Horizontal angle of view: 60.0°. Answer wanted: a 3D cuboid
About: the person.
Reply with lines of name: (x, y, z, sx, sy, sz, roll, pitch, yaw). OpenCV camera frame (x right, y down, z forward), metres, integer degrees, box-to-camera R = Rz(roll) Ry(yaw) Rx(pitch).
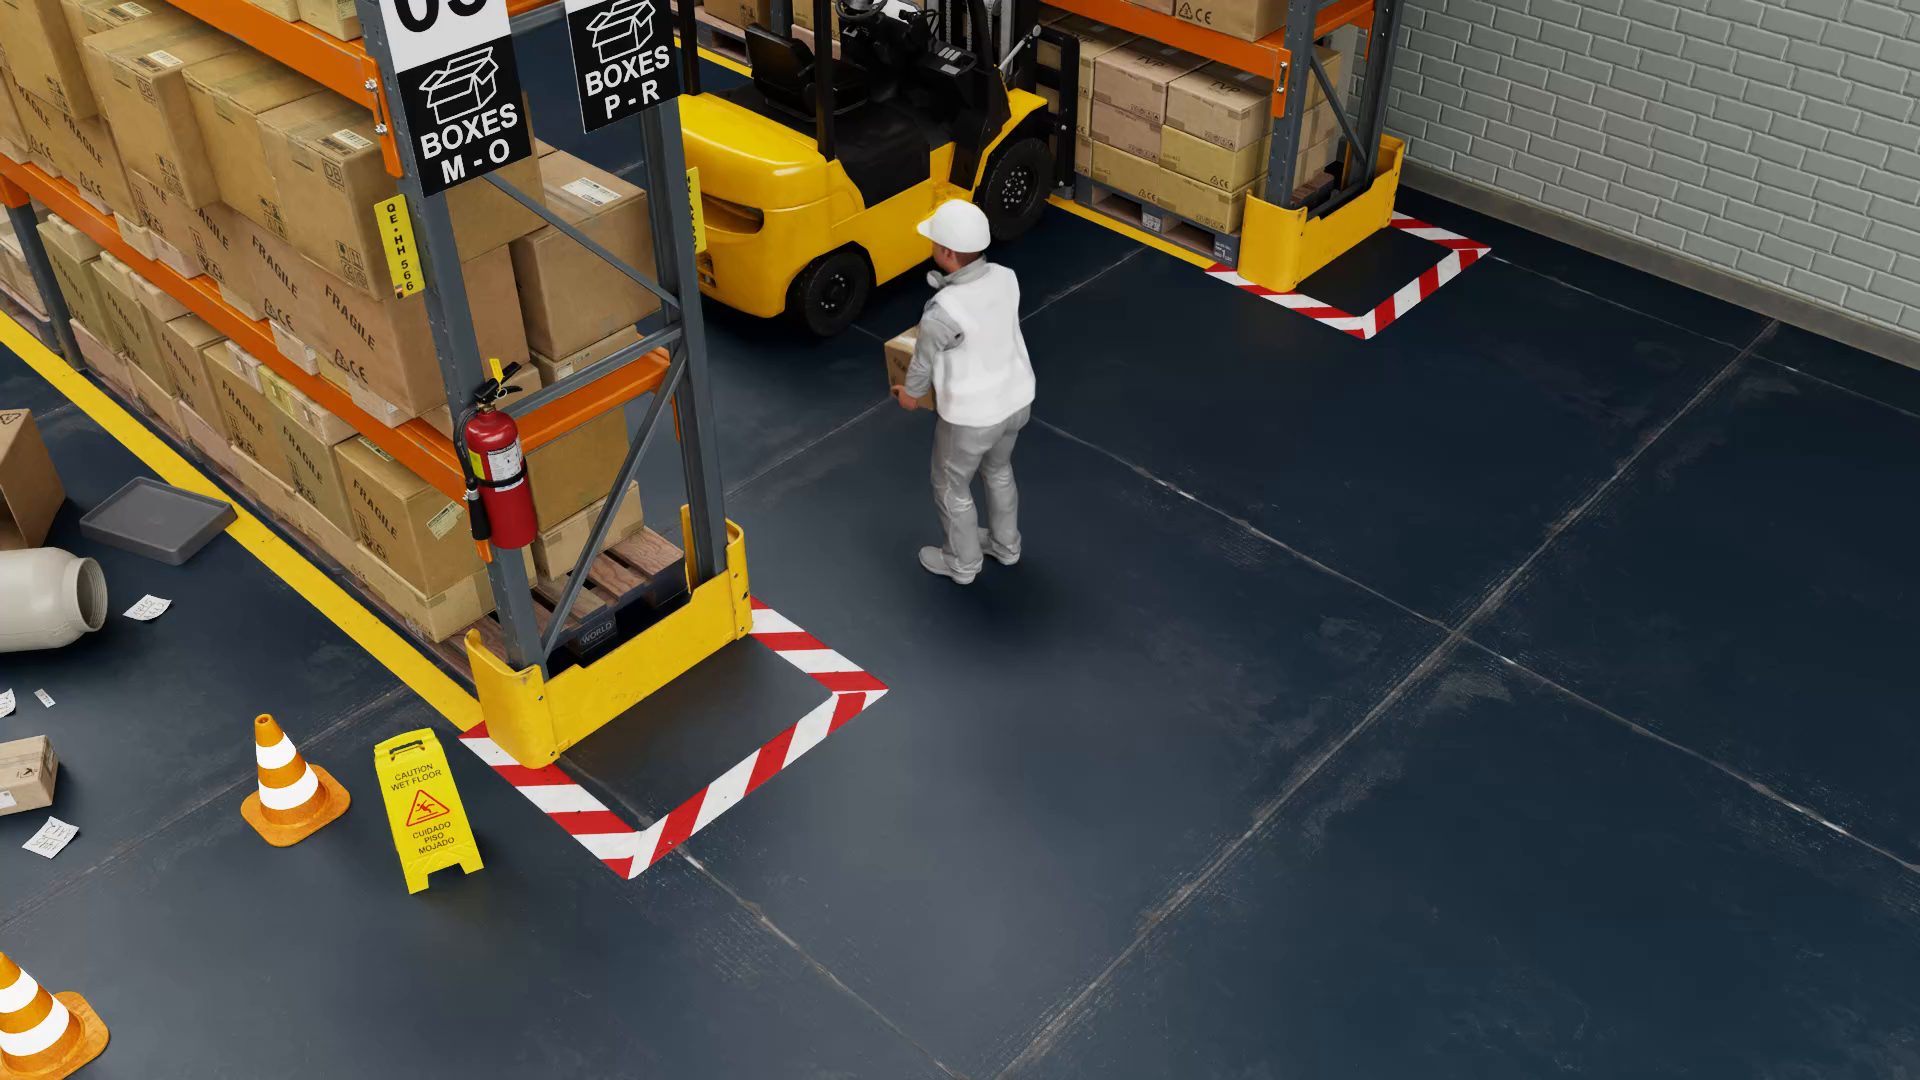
person: (0.004, -0.597, 6.880, 0.577, 1.765, 0.487, 29, 47, 31)
